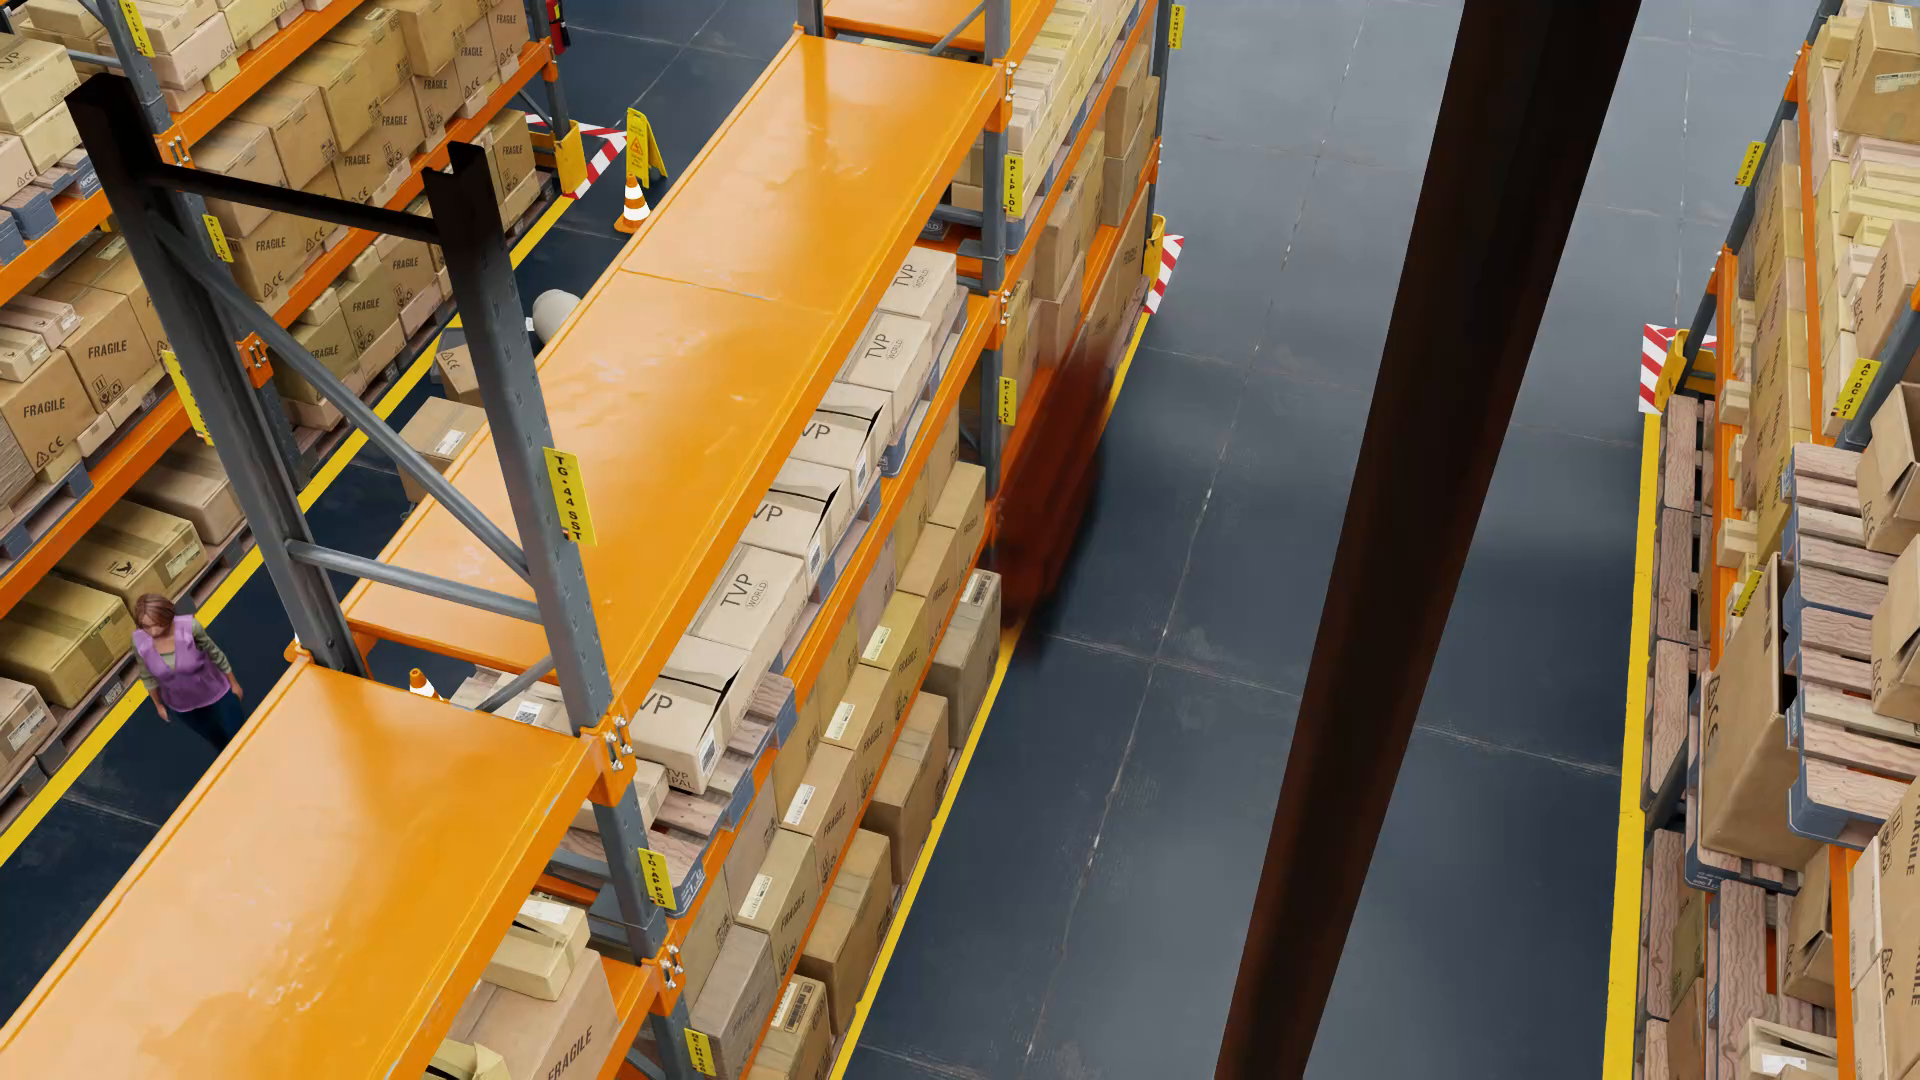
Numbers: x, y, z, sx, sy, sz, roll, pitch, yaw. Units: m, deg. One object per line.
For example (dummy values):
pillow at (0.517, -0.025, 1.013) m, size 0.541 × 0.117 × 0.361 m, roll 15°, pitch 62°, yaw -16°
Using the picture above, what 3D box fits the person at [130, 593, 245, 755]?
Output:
person at (-4.213, 0.860, 9.189) m, size 0.447 × 1.612 × 0.372 m, roll -10°, pitch 47°, yaw -10°
